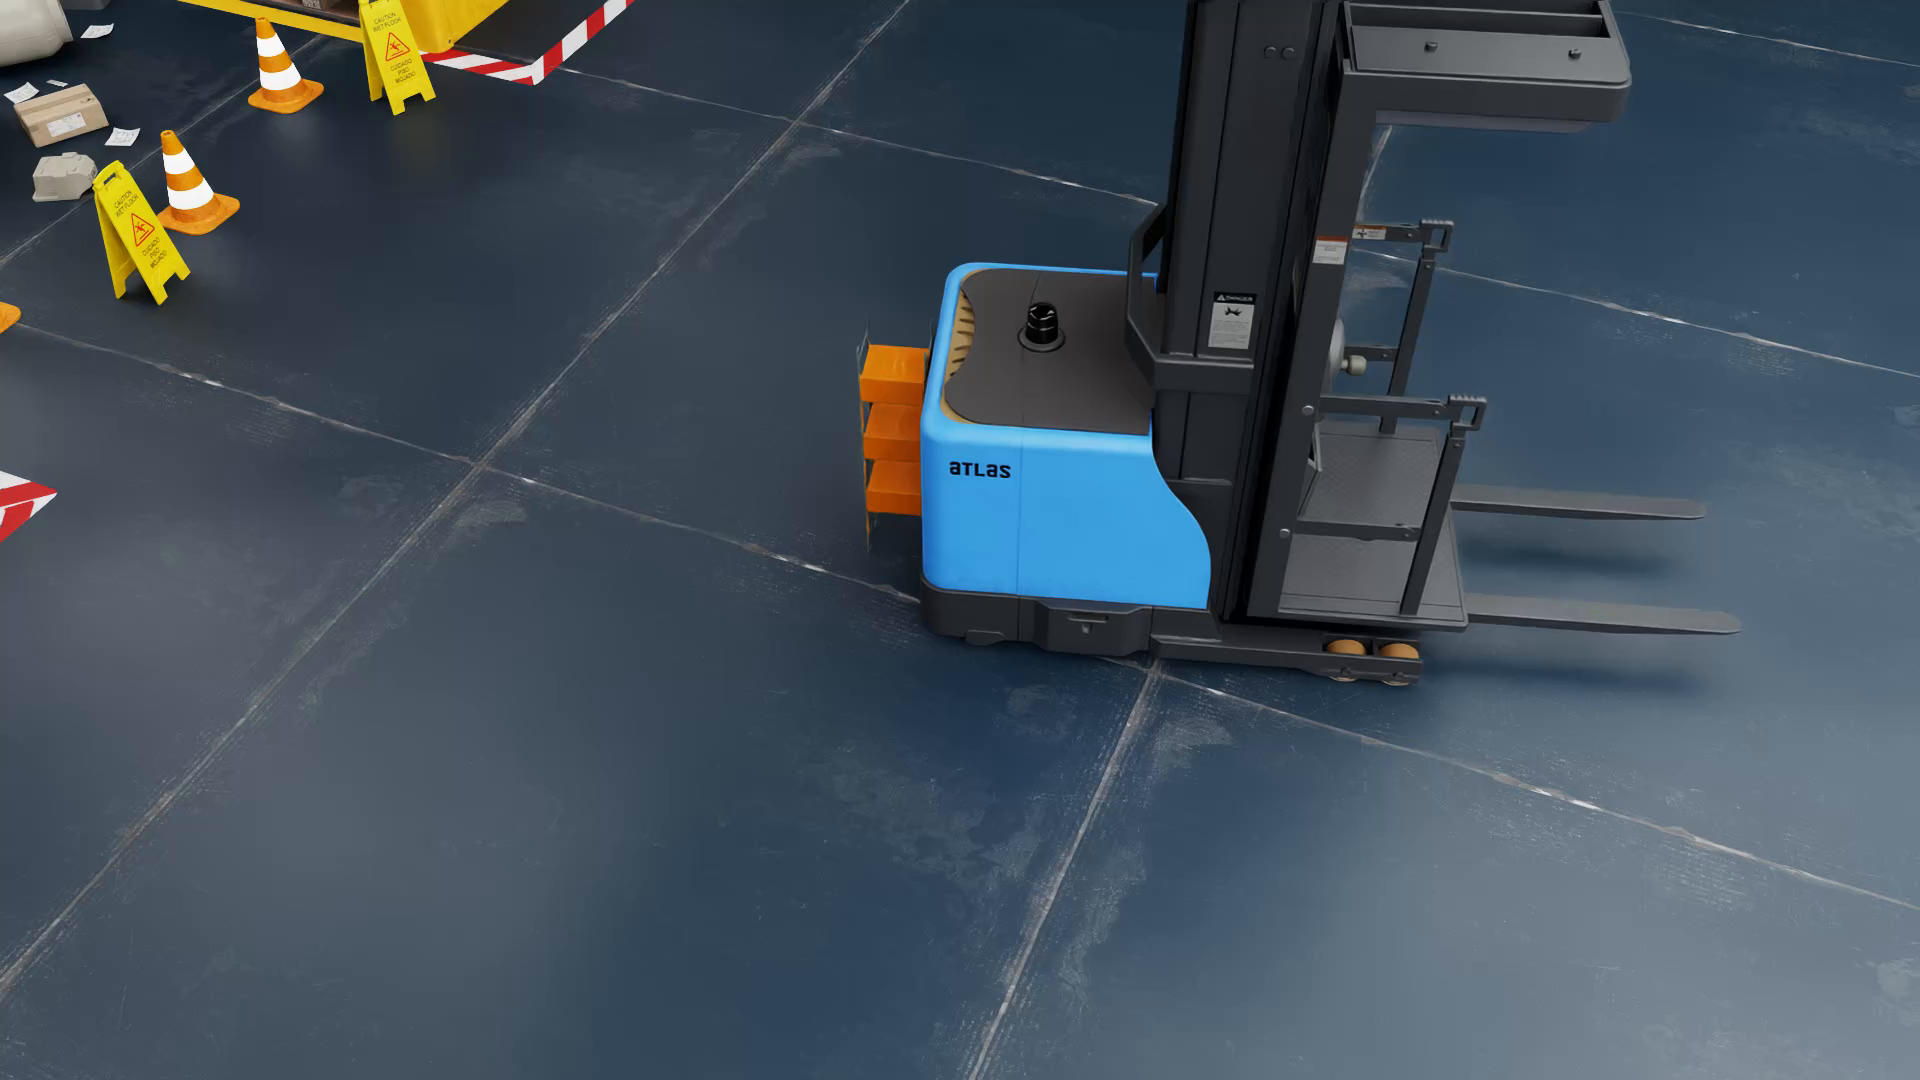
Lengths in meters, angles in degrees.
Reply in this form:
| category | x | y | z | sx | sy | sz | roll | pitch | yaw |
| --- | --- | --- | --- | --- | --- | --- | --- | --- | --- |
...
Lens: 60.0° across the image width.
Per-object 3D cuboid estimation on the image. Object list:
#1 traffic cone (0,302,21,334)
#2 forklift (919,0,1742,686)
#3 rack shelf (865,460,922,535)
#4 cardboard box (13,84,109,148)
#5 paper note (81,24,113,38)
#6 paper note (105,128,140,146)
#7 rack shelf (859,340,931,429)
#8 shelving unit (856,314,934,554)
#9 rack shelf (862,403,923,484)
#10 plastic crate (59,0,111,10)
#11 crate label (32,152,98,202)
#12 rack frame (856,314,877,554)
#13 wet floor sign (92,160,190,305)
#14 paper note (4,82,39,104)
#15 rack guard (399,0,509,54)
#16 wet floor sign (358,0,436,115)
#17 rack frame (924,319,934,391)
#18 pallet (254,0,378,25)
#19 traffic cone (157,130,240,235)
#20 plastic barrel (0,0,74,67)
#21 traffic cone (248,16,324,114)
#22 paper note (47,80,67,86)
| category | x | y | z | sx | sy | sz | roll | pitch | yaw |
| --- | --- | --- | --- | --- | --- | --- | --- | --- | --- |
| traffic cone | -4.600 | -1.171 | 7.599 | 0.334 | 0.463 | 0.336 | 16 | 47 | 16 |
| forklift | 1.399 | -0.893 | 5.569 | 3.031 | 2.935 | 1.130 | 4 | 45 | 4 |
| rack shelf | -0.234 | -0.172 | 6.587 | 0.240 | 0.259 | 0.215 | 5 | 45 | 5 |
| cardboard box | -4.830 | -2.282 | 8.938 | 0.380 | 0.149 | 0.250 | -28 | 51 | -25 |
| paper note | -5.044 | -2.980 | 9.723 | 0.148 | 0.019 | 0.142 | 2 | 45 | 2 |
| paper note | -4.482 | -2.160 | 8.900 | 0.142 | 0.019 | 0.148 | 2 | 45 | 2 |
| rack shelf | -0.234 | -0.570 | 6.191 | 0.240 | 0.259 | 0.215 | 5 | 45 | 5 |
| shelving unit | -0.234 | -0.376 | 6.384 | 0.252 | 1.050 | 0.215 | 5 | 45 | 5 |
| rack shelf | -0.234 | -0.369 | 6.391 | 0.240 | 0.259 | 0.215 | 5 | 45 | 5 |
| plastic crate | -5.402 | -3.343 | 10.053 | 0.583 | 0.080 | 0.402 | 2 | 45 | 2 |
| crate label | -4.600 | -1.872 | 8.535 | 0.298 | 0.136 | 0.250 | -5 | 45 | -5 |
| rack frame | -0.356 | -0.387 | 6.394 | 0.008 | 1.050 | 0.200 | 5 | 45 | 5 |
| wet floor sign | -3.867 | -1.449 | 7.748 | 0.232 | 0.644 | 0.267 | 9 | 46 | 9 |
| paper note | -5.209 | -2.485 | 9.234 | 0.142 | 0.019 | 0.148 | 33 | 54 | 29 |
| rack guard | -2.914 | -3.386 | 9.799 | 0.348 | 0.500 | 1.175 | 16 | 47 | 16 |
| wet floor sign | -3.080 | -2.669 | 8.975 | 0.232 | 0.644 | 0.267 | 33 | 54 | 29 |
| rack frame | -0.113 | -0.365 | 6.373 | 0.008 | 1.050 | 0.200 | 5 | 45 | 5 |
| pallet | -3.650 | -3.528 | 10.146 | 1.213 | 0.211 | 1.003 | 16 | 47 | 16 |
| traffic cone | -3.851 | -1.815 | 8.246 | 0.334 | 0.463 | 0.336 | 16 | 47 | 16 |
| plastic barrel | -5.333 | -2.914 | 9.379 | 0.512 | 0.421 | 0.421 | -20 | 48 | -19 |
| traffic cone | -3.737 | -2.630 | 9.065 | 0.334 | 0.463 | 0.336 | 16 | 47 | 16 |
| paper note | -5.059 | -2.560 | 9.316 | 0.123 | 0.001 | 0.032 | 16 | 47 | 16 |
